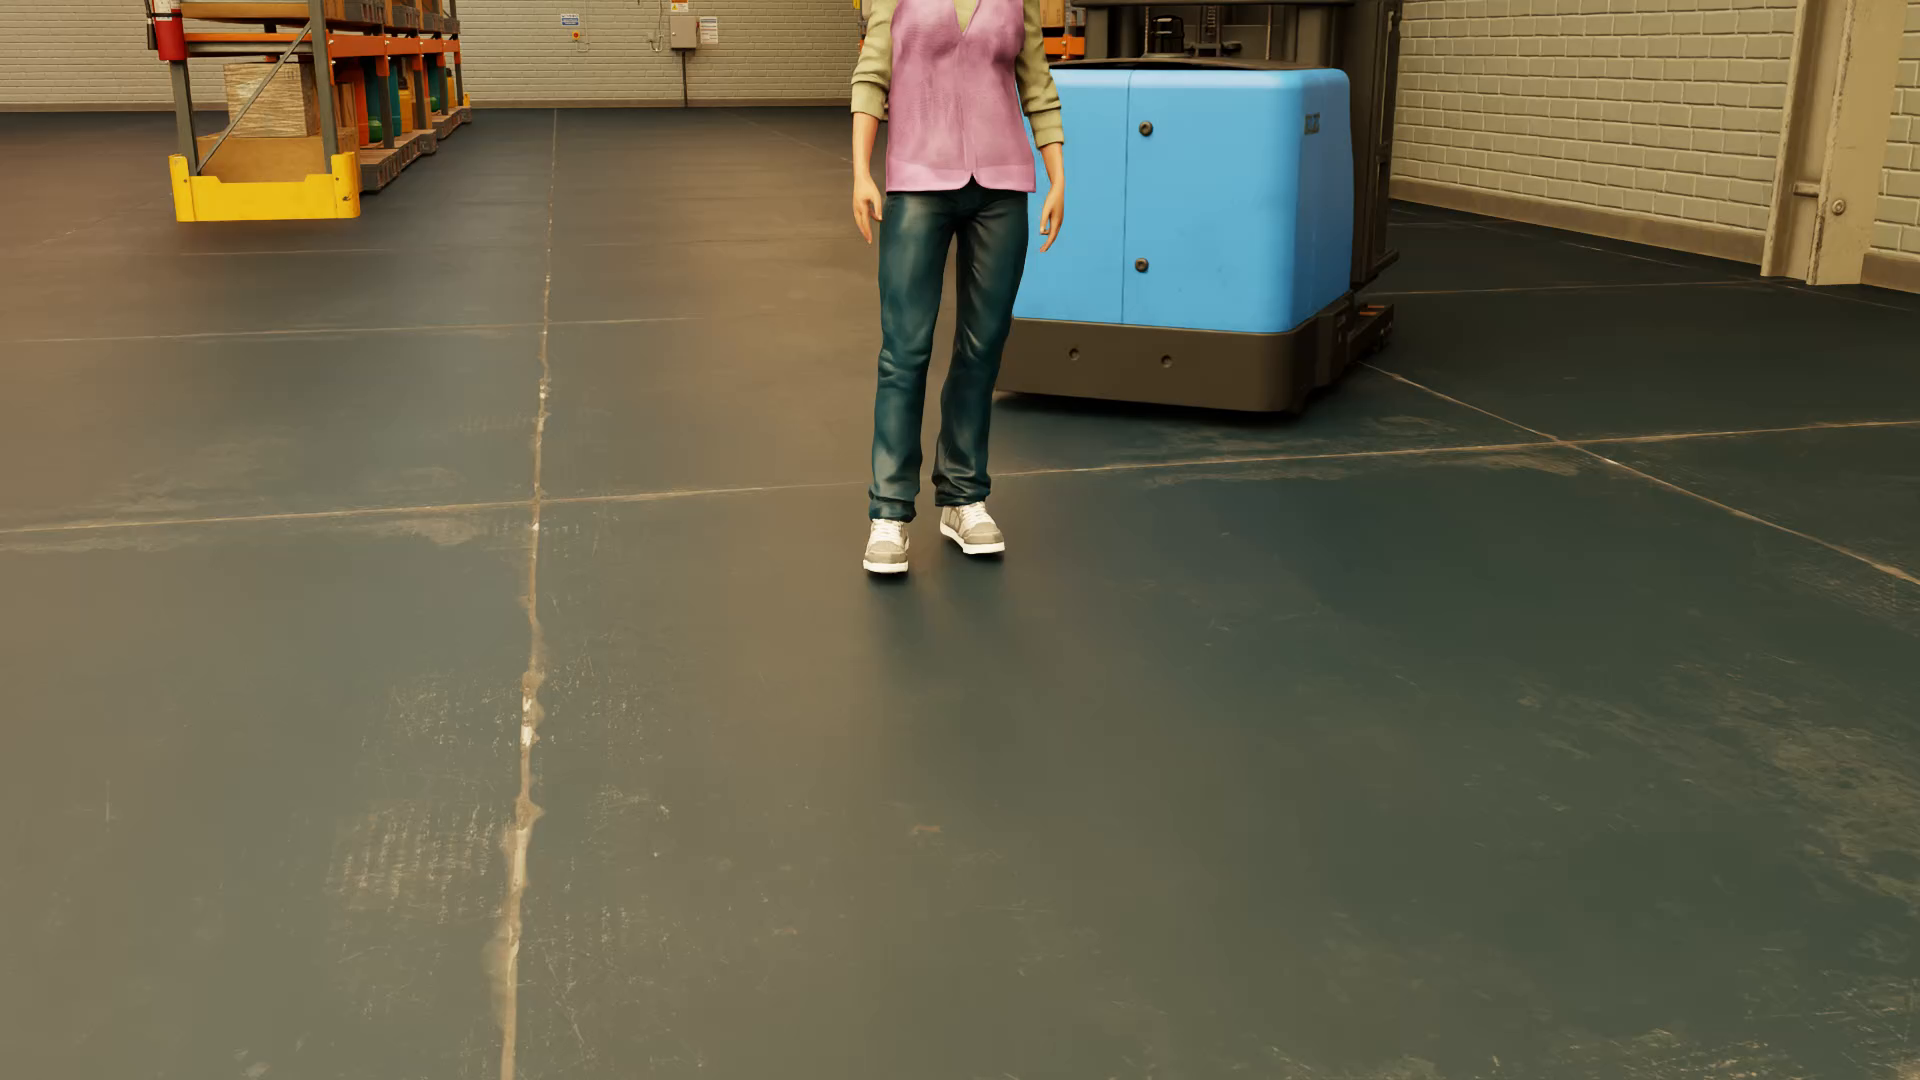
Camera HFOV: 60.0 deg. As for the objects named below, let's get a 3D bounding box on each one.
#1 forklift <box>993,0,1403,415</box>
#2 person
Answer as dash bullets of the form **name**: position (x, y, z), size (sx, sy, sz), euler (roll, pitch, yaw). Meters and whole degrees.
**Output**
- **forklift**: position (1.091, -2.171, 6.180), size (1.130, 2.935, 3.031), euler (7, 18, 22)
- **person**: position (0.003, -0.751, 3.713), size (0.520, 1.599, 0.473), euler (-4, 17, -12)
